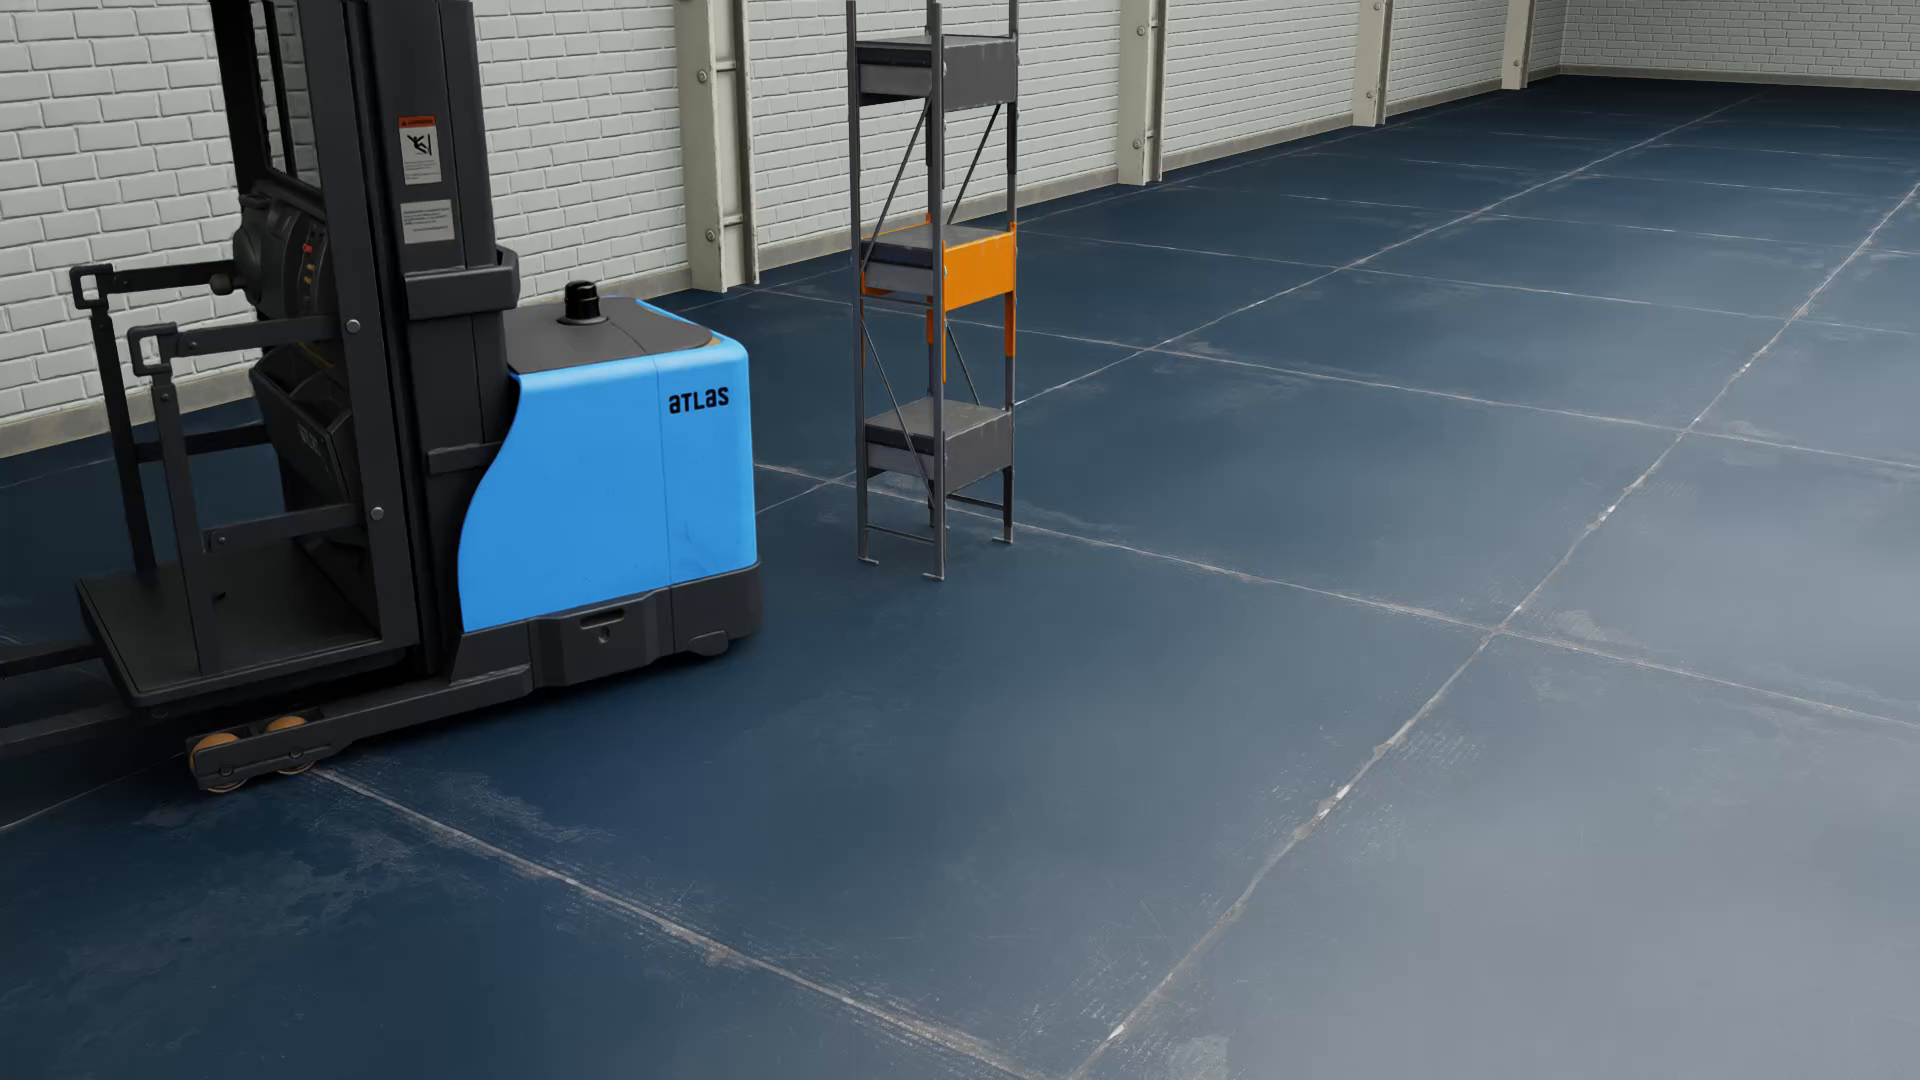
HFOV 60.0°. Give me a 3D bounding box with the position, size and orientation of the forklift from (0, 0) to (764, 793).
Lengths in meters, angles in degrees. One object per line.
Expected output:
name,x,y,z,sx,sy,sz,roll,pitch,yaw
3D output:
forklift,-2.182,-0.855,4.851,3.031,2.935,1.130,-13,24,-32

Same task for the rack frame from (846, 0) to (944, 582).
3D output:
rack frame,-0.230,-0.867,6.083,0.400,2.100,0.015,13,24,32

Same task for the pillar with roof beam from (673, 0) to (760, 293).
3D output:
pillar with roof beam,1.925,-5.150,7.718,9.100,9.000,0.400,13,24,32

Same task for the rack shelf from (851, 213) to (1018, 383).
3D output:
rack shelf,-0.093,-0.925,6.277,0.431,0.518,0.480,13,24,32

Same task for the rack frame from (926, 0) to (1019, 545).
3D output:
rack frame,0.044,-1.007,6.462,0.400,2.100,0.015,13,24,32

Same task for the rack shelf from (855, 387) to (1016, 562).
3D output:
rack shelf,-0.093,-0.268,6.520,0.431,0.518,0.480,13,24,32

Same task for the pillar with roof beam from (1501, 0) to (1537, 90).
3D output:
pillar with roof beam,12.044,-10.315,21.680,9.100,9.000,0.400,13,24,32

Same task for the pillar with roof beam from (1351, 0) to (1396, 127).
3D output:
pillar with roof beam,8.671,-8.593,17.026,9.100,9.000,0.400,13,24,32

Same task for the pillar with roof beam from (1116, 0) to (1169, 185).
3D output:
pillar with roof beam,5.298,-6.872,12.372,9.100,9.000,0.400,13,24,32

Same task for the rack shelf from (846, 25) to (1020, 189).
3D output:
rack shelf,-0.093,-1.581,6.034,0.431,0.518,0.480,13,24,32

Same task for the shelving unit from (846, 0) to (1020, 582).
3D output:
shelving unit,-0.093,-0.937,6.272,0.431,2.100,0.503,13,24,32
